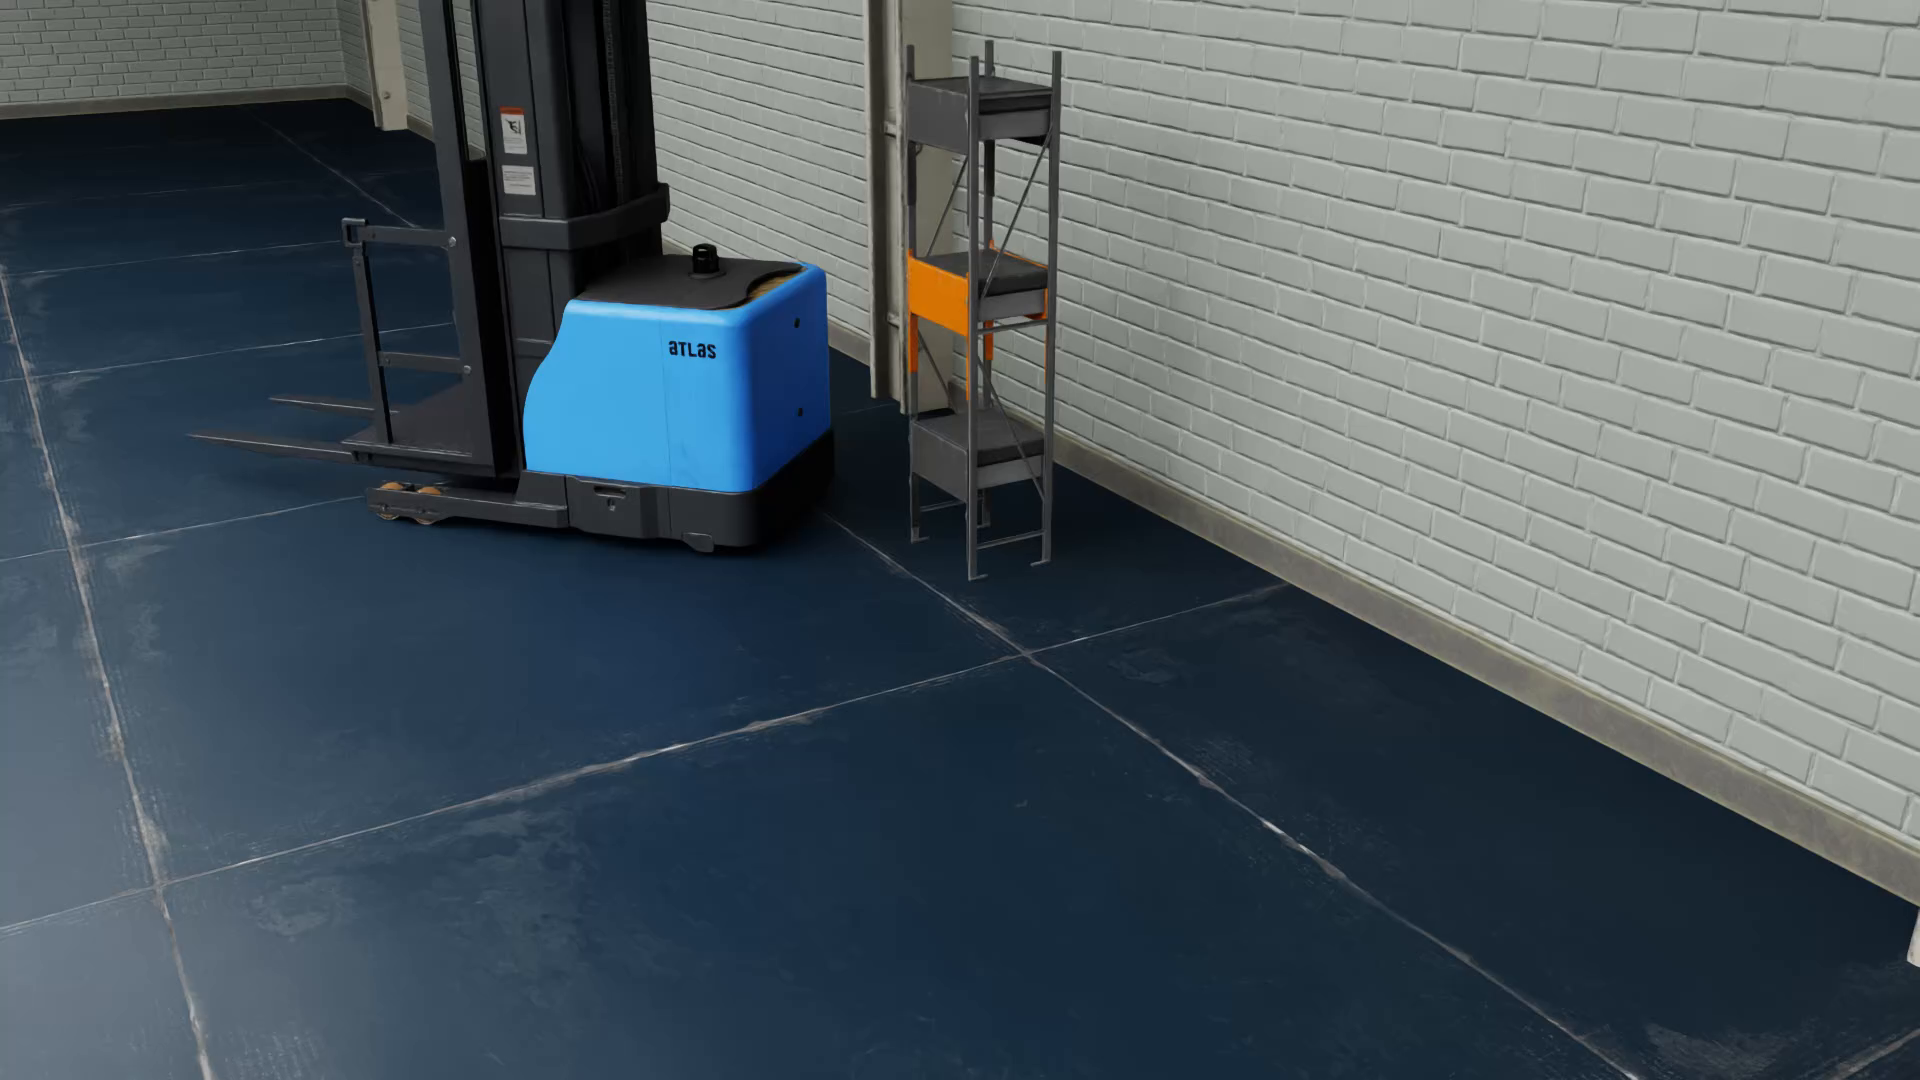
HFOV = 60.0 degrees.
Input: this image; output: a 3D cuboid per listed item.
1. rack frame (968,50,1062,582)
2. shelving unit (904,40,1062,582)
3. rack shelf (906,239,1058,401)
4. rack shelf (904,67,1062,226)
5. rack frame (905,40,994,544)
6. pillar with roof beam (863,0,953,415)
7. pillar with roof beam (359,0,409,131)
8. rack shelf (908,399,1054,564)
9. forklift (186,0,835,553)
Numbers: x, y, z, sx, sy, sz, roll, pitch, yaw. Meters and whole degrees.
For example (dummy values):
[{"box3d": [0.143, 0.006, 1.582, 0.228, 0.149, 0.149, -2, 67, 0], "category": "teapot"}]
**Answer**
[{"box3d": [0.209, -0.840, 6.590, 0.400, 2.100, 0.015, -13, 25, -28], "category": "rack frame"}, {"box3d": [0.085, -0.919, 6.784, 0.431, 2.100, 0.503, -13, 25, -28], "category": "shelving unit"}, {"box3d": [0.085, -0.906, 6.789, 0.431, 0.518, 0.480, -13, 25, -28], "category": "rack shelf"}, {"box3d": [0.085, -1.555, 6.526, 0.431, 0.518, 0.480, -13, 25, -28], "category": "rack shelf"}, {"box3d": [-0.040, -0.998, 6.979, 0.400, 2.100, 0.015, -13, 25, -28], "category": "rack frame"}, {"box3d": [-3.968, -4.110, 5.474, 9.100, 9.000, 0.400, -13, 25, -28], "category": "pillar with roof beam"}, {"box3d": [-10.098, -7.995, 15.031, 9.100, 9.000, 0.400, -13, 25, -28], "category": "pillar with roof beam"}, {"box3d": [0.085, -0.258, 7.053, 0.431, 0.518, 0.480, -13, 25, -28], "category": "rack shelf"}, {"box3d": [-2.167, -1.609, 7.376, 3.031, 2.935, 1.130, 7, 23, 16], "category": "forklift"}]
